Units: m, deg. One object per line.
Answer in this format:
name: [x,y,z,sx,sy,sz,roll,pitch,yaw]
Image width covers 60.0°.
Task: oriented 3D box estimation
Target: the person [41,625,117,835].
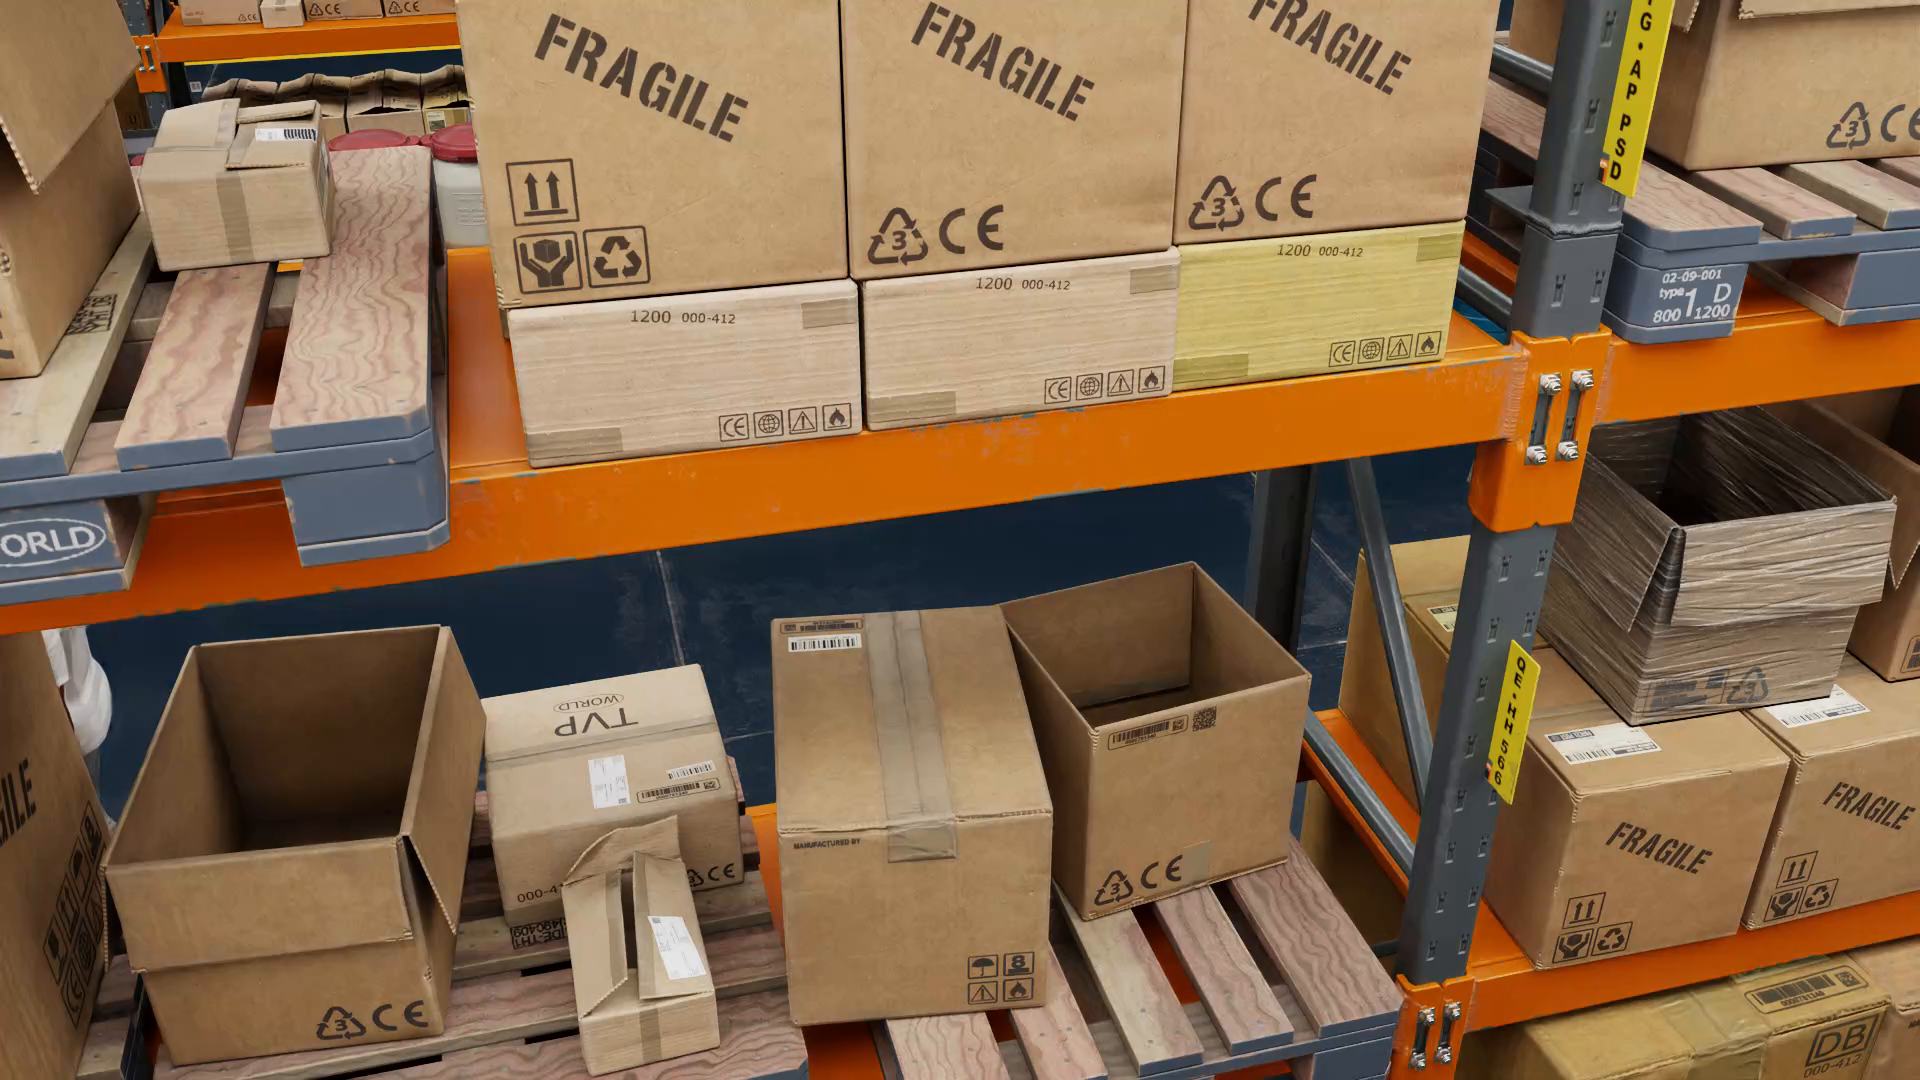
person: [-2.757,0.577,5.060,0.489,1.756,0.572,-9,31,-15]
